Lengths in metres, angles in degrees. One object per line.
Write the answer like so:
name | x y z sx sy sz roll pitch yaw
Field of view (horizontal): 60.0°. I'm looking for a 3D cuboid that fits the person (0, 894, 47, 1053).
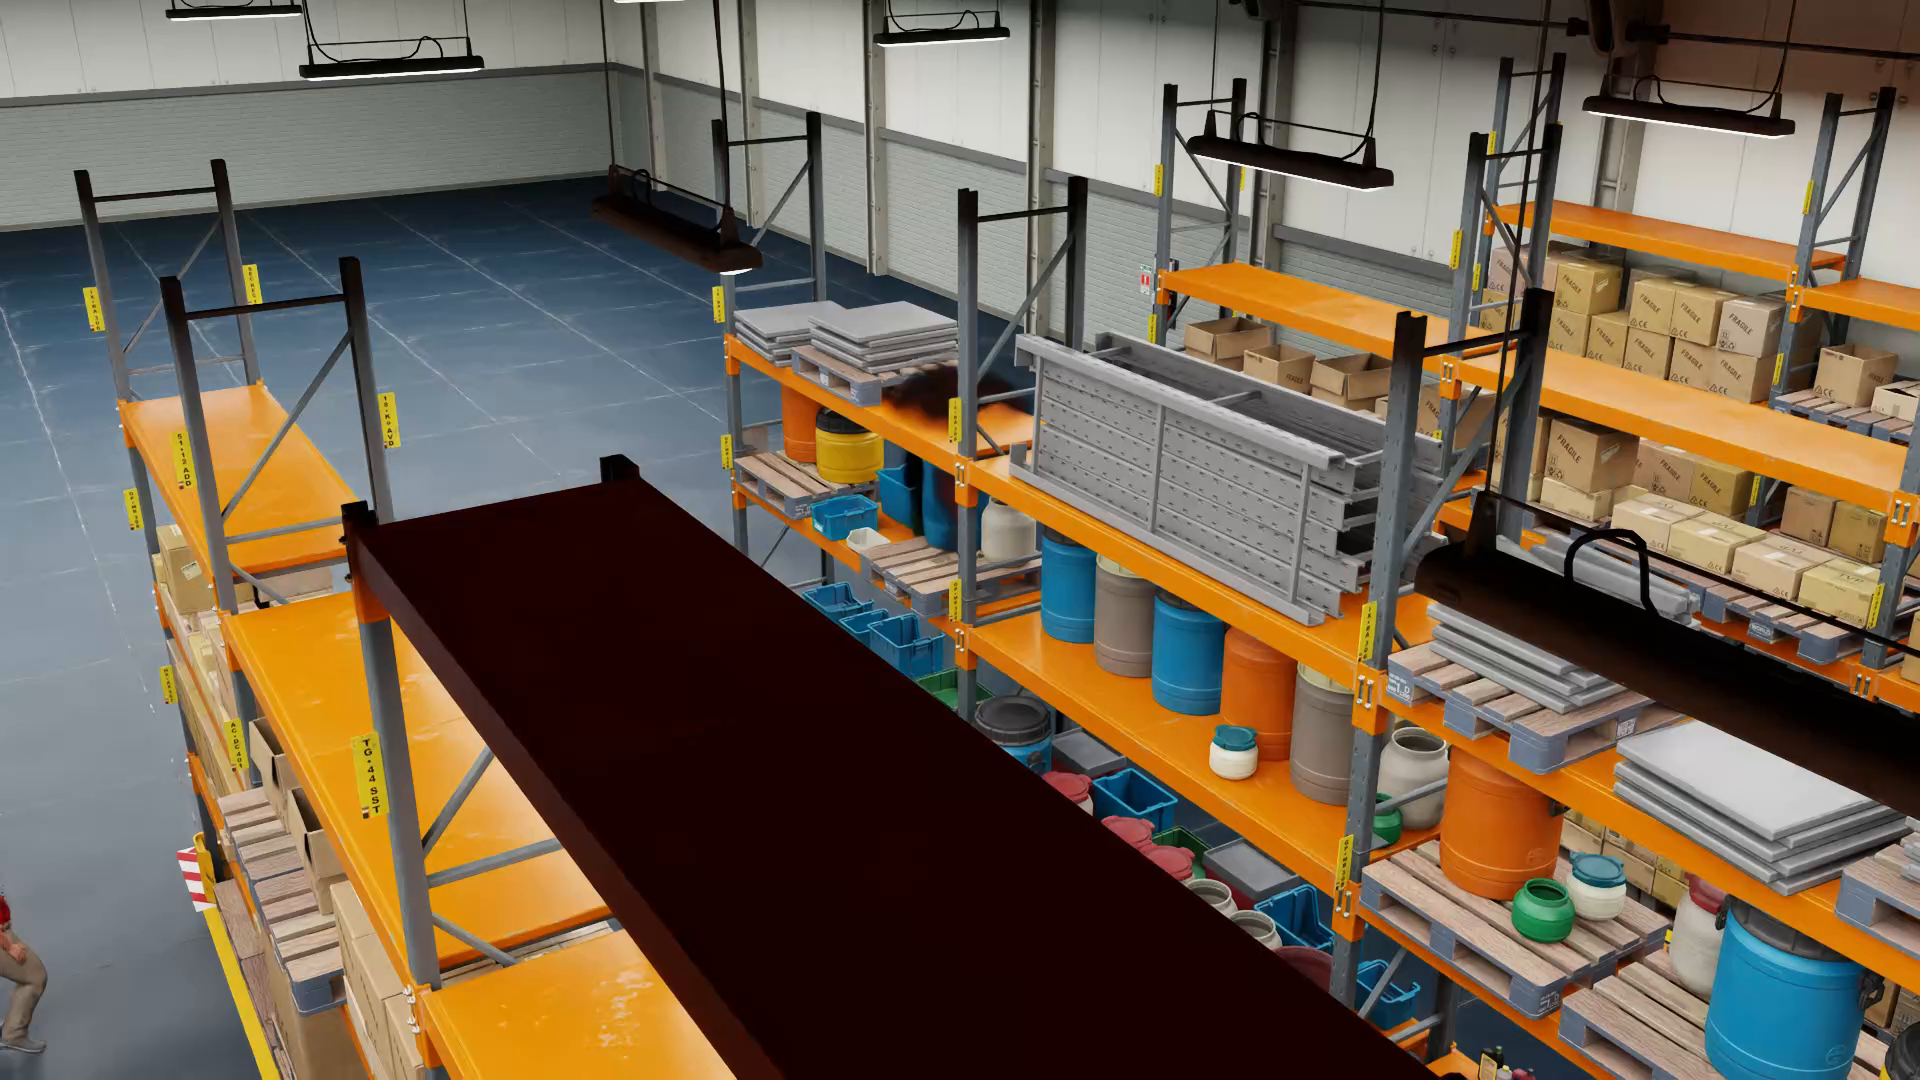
person | -6.963 2.892 11.867 0.655 1.731 0.397 7 23 17
